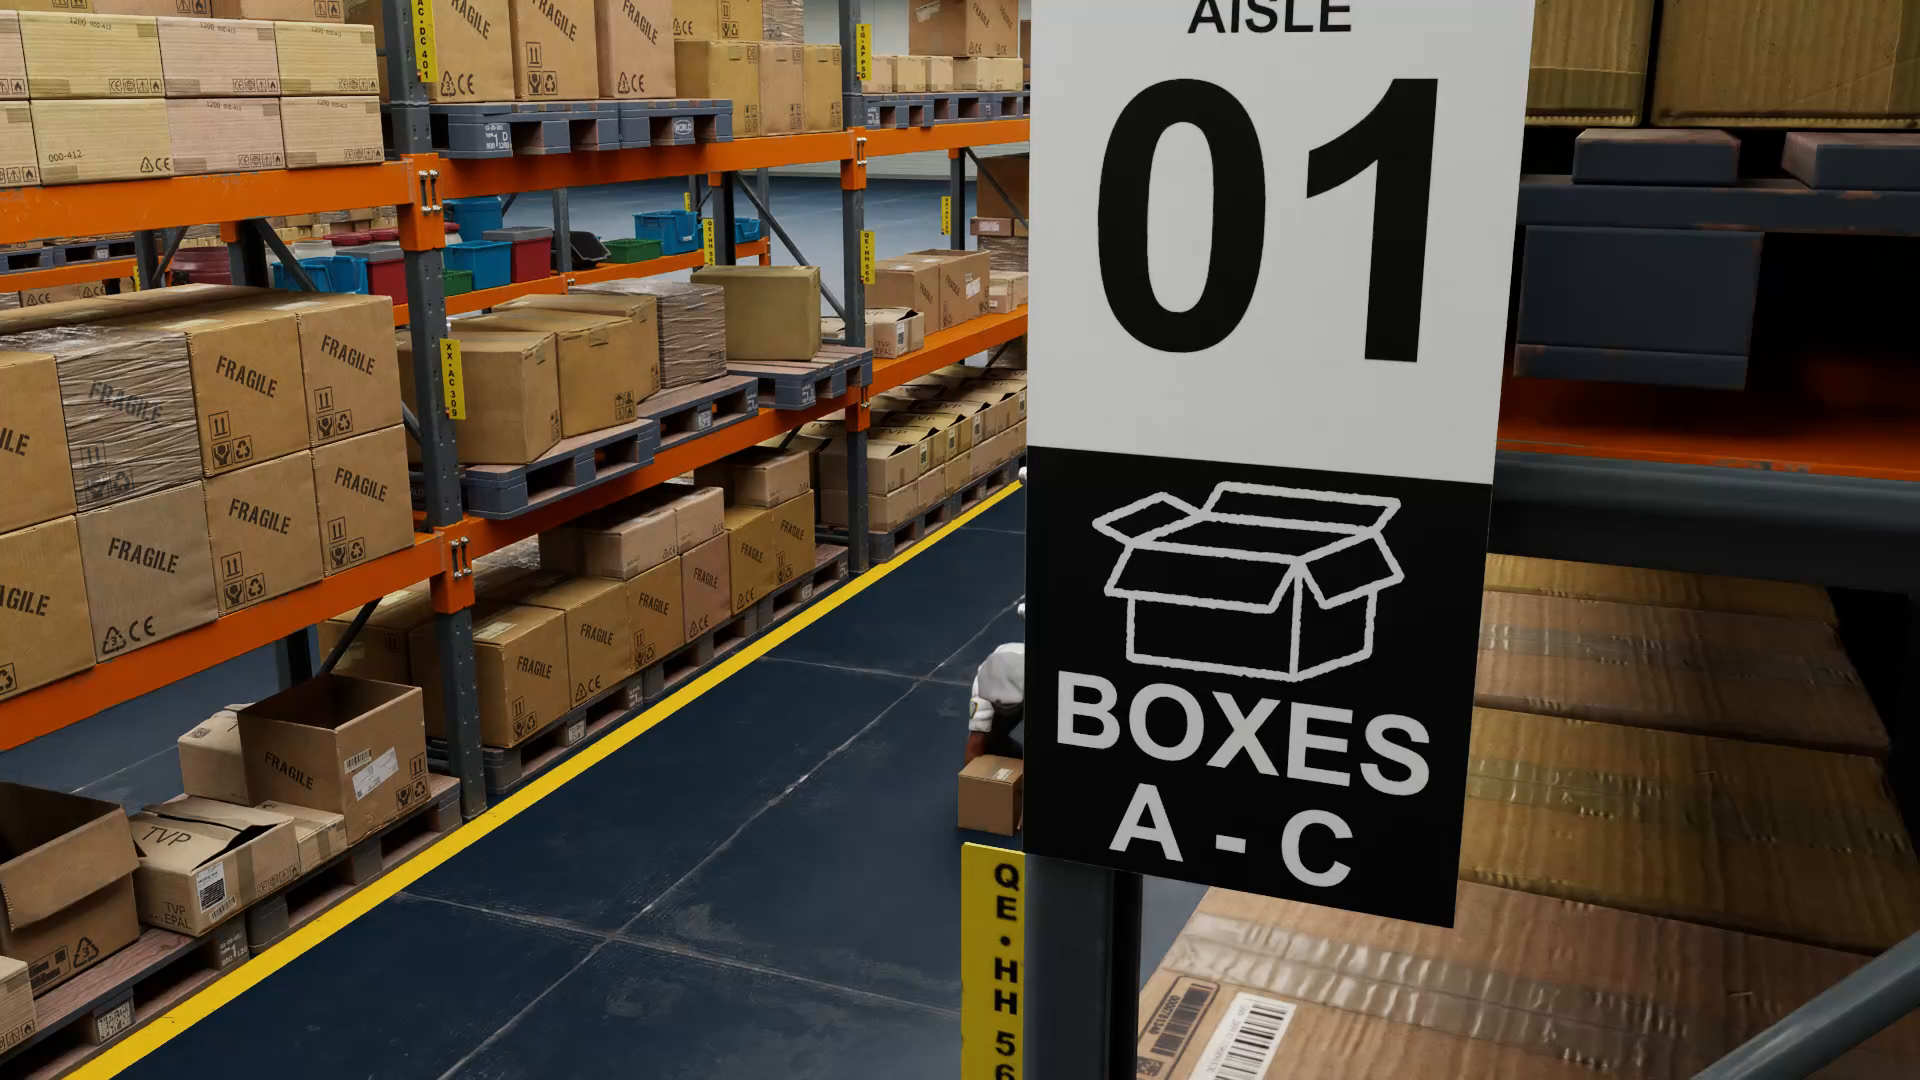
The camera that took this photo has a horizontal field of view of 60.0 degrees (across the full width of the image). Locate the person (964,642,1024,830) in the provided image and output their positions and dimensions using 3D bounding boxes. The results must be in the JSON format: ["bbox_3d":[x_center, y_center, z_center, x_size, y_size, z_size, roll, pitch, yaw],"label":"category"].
[{"bbox_3d":[0.275,0.807,7.416,0.473,0.848,0.896,6,17,20],"label":"person"}]
